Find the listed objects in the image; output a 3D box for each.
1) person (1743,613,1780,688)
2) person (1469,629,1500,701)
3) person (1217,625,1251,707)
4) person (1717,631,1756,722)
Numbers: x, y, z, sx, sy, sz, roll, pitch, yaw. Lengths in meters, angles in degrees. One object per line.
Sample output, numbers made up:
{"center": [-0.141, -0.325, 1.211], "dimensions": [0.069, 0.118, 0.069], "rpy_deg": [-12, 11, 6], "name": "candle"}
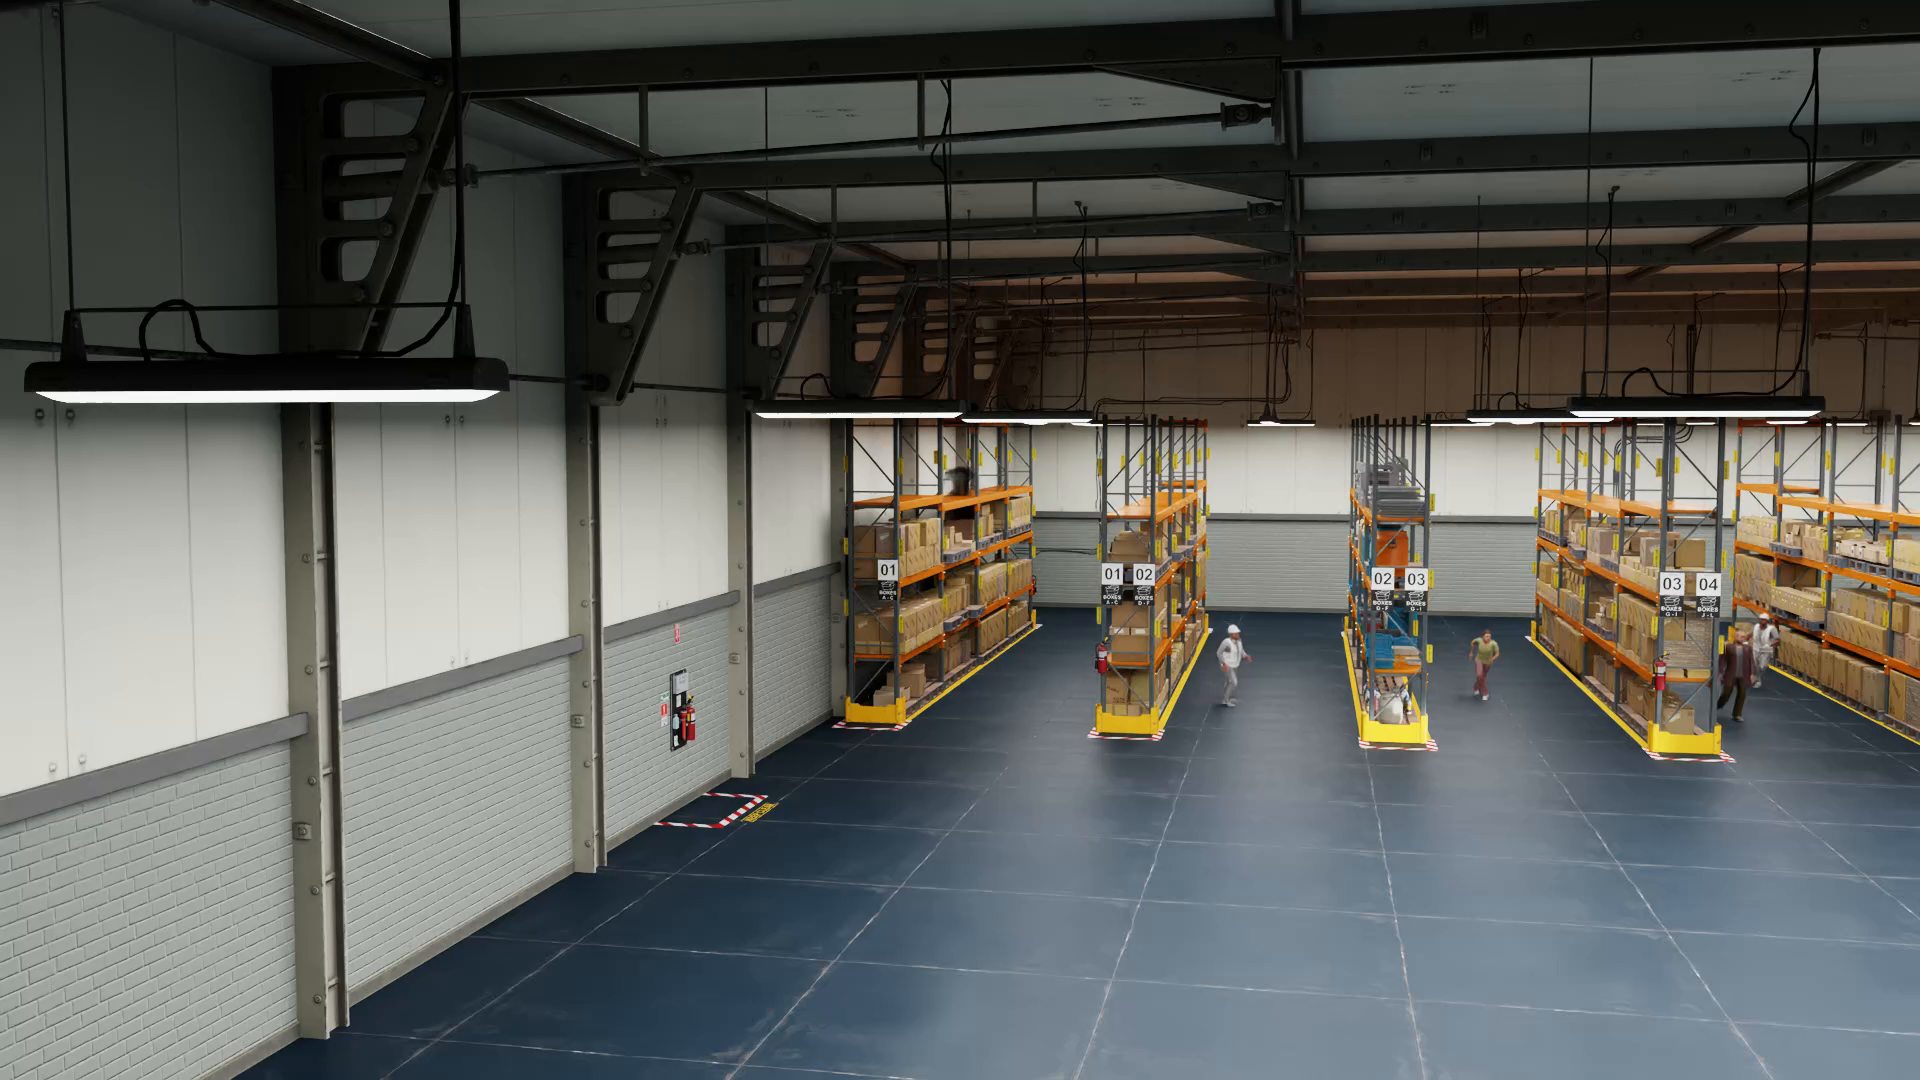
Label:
{"center": [17.765, 2.448, 36.848], "dimensions": [0.788, 1.687, 0.561], "rpy_deg": [3, 5, 39], "name": "person"}
{"center": [11.099, 2.609, 35.254], "dimensions": [0.584, 1.499, 1.014], "rpy_deg": [1, 4, 10], "name": "person"}
{"center": [5.644, 2.597, 34.457], "dimensions": [0.801, 1.714, 0.707], "rpy_deg": [4, 5, 43], "name": "person"}
{"center": [15.194, 2.657, 32.690], "dimensions": [0.753, 1.773, 0.644], "rpy_deg": [1, 4, 12], "name": "person"}
